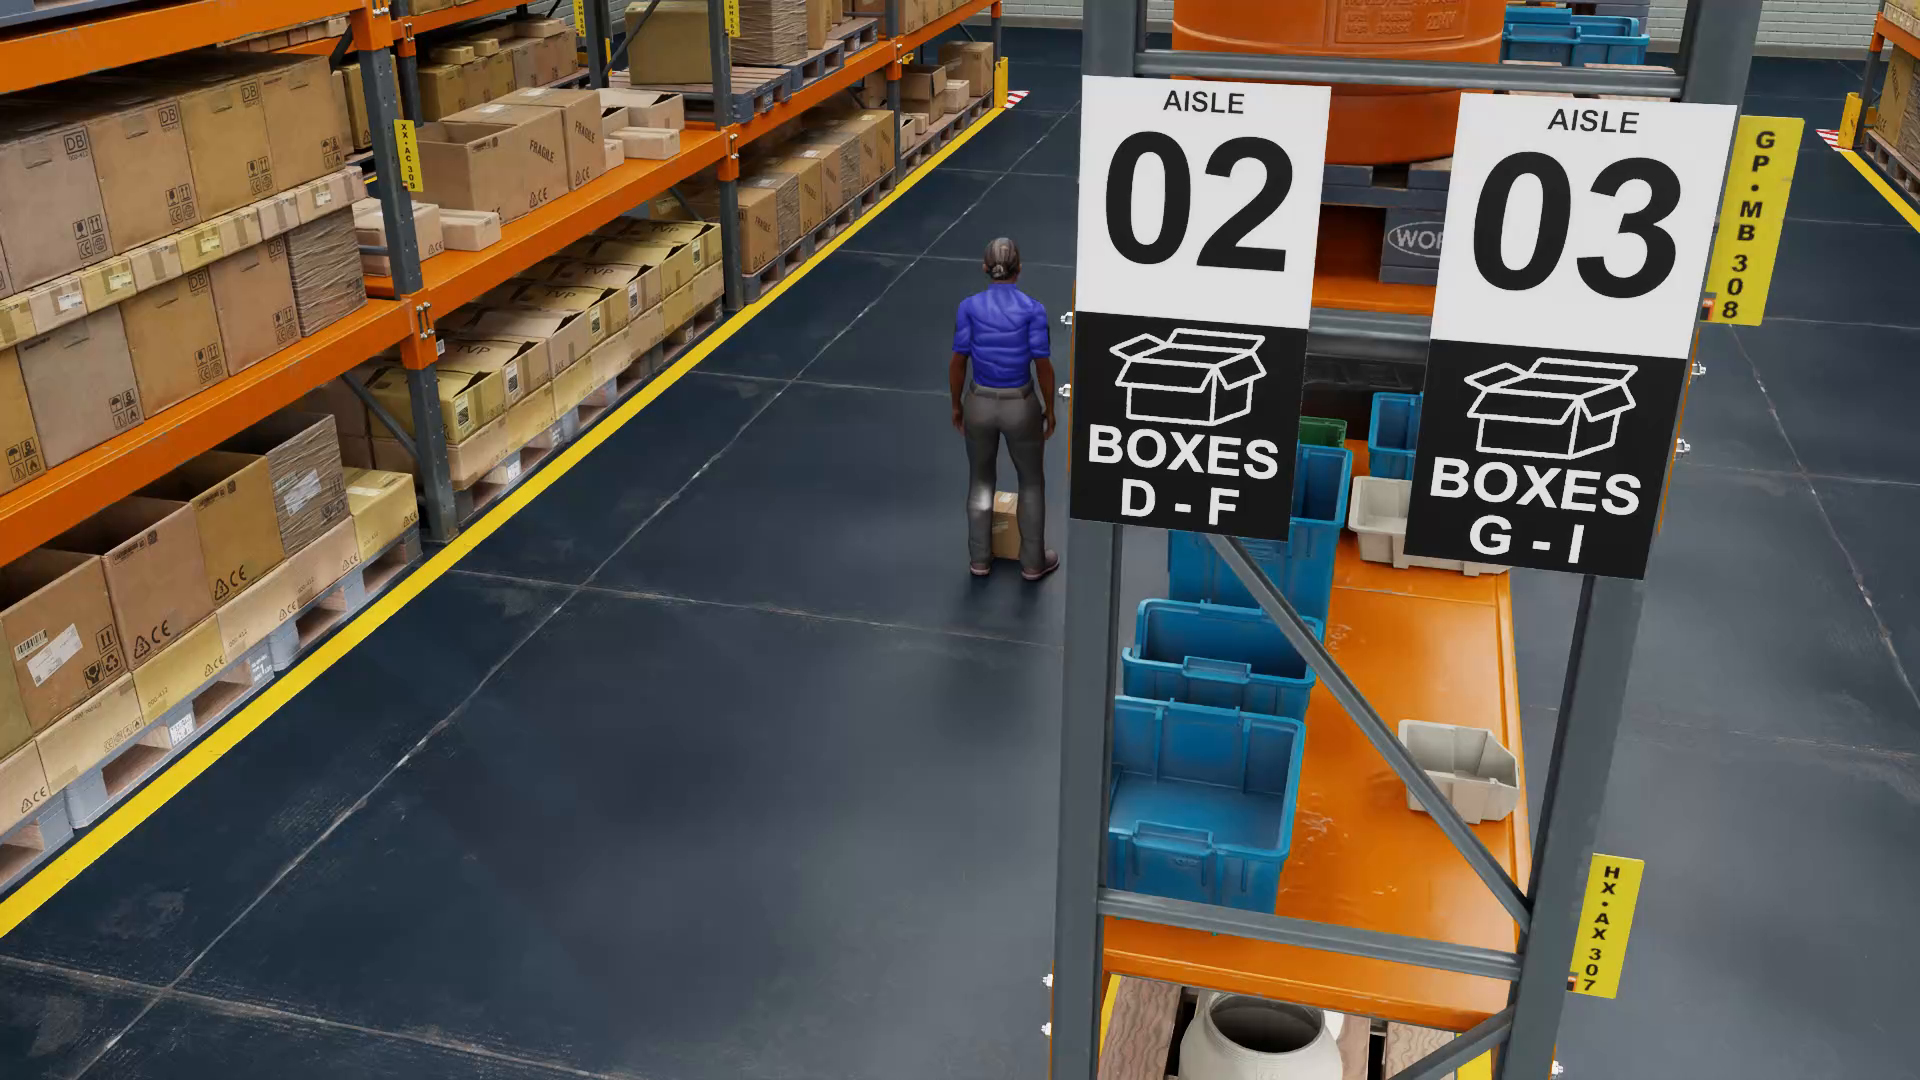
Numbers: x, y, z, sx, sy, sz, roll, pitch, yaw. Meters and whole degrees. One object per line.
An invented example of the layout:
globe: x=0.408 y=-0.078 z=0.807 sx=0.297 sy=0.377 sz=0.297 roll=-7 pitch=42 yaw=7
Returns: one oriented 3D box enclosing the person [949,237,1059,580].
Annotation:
person: x=0.215 y=-0.564 z=7.909 sx=0.530 sy=1.560 sz=0.346 roll=5 pitch=26 yaw=11
